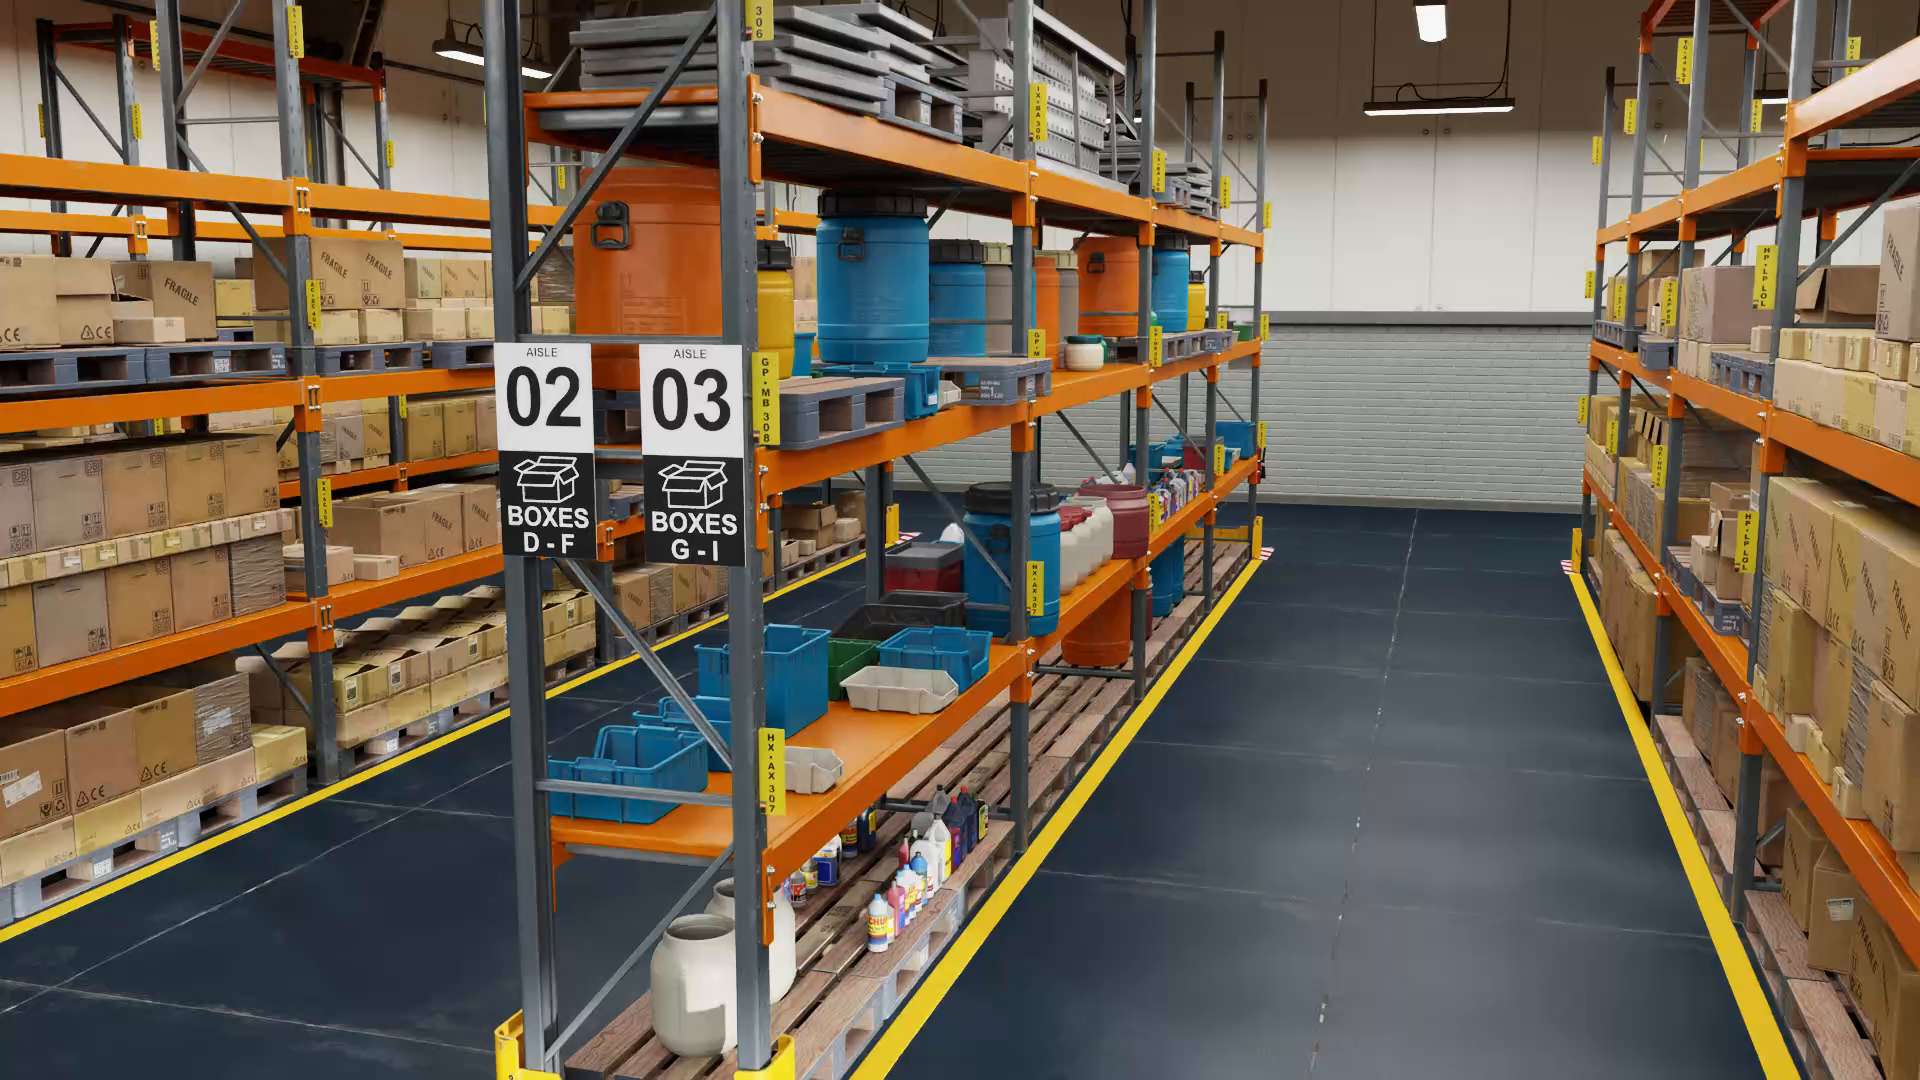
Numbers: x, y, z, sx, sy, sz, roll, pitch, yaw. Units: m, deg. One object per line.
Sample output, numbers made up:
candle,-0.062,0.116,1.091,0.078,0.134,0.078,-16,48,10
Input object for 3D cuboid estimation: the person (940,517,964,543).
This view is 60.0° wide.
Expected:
person,0.209,0.189,17.001,0.826,1.395,0.415,2,9,15
